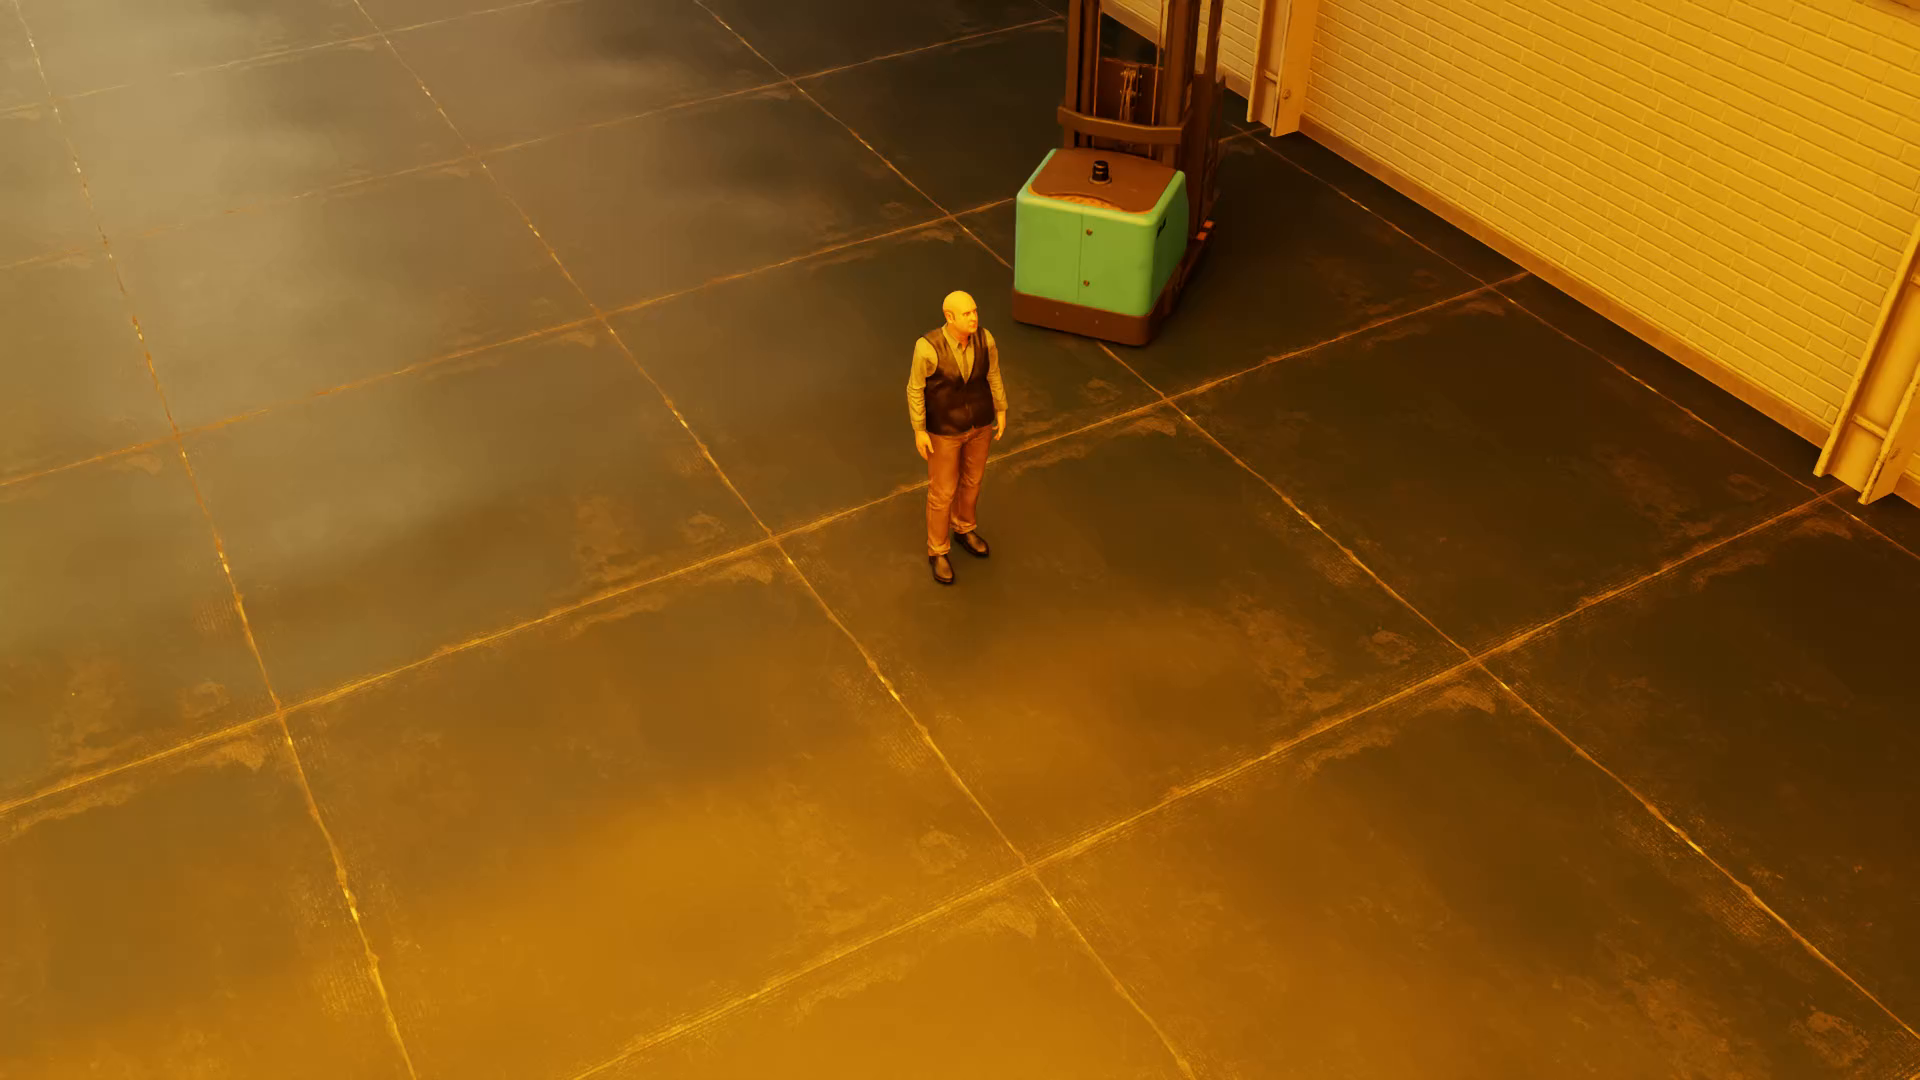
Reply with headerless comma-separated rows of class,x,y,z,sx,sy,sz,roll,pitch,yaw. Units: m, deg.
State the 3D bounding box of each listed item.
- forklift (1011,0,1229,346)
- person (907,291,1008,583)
forklift,1.391,-3.464,12.212,1.130,2.935,3.031,14,42,16
person,0.024,-0.631,9.734,0.632,1.720,0.568,-20,44,-23
